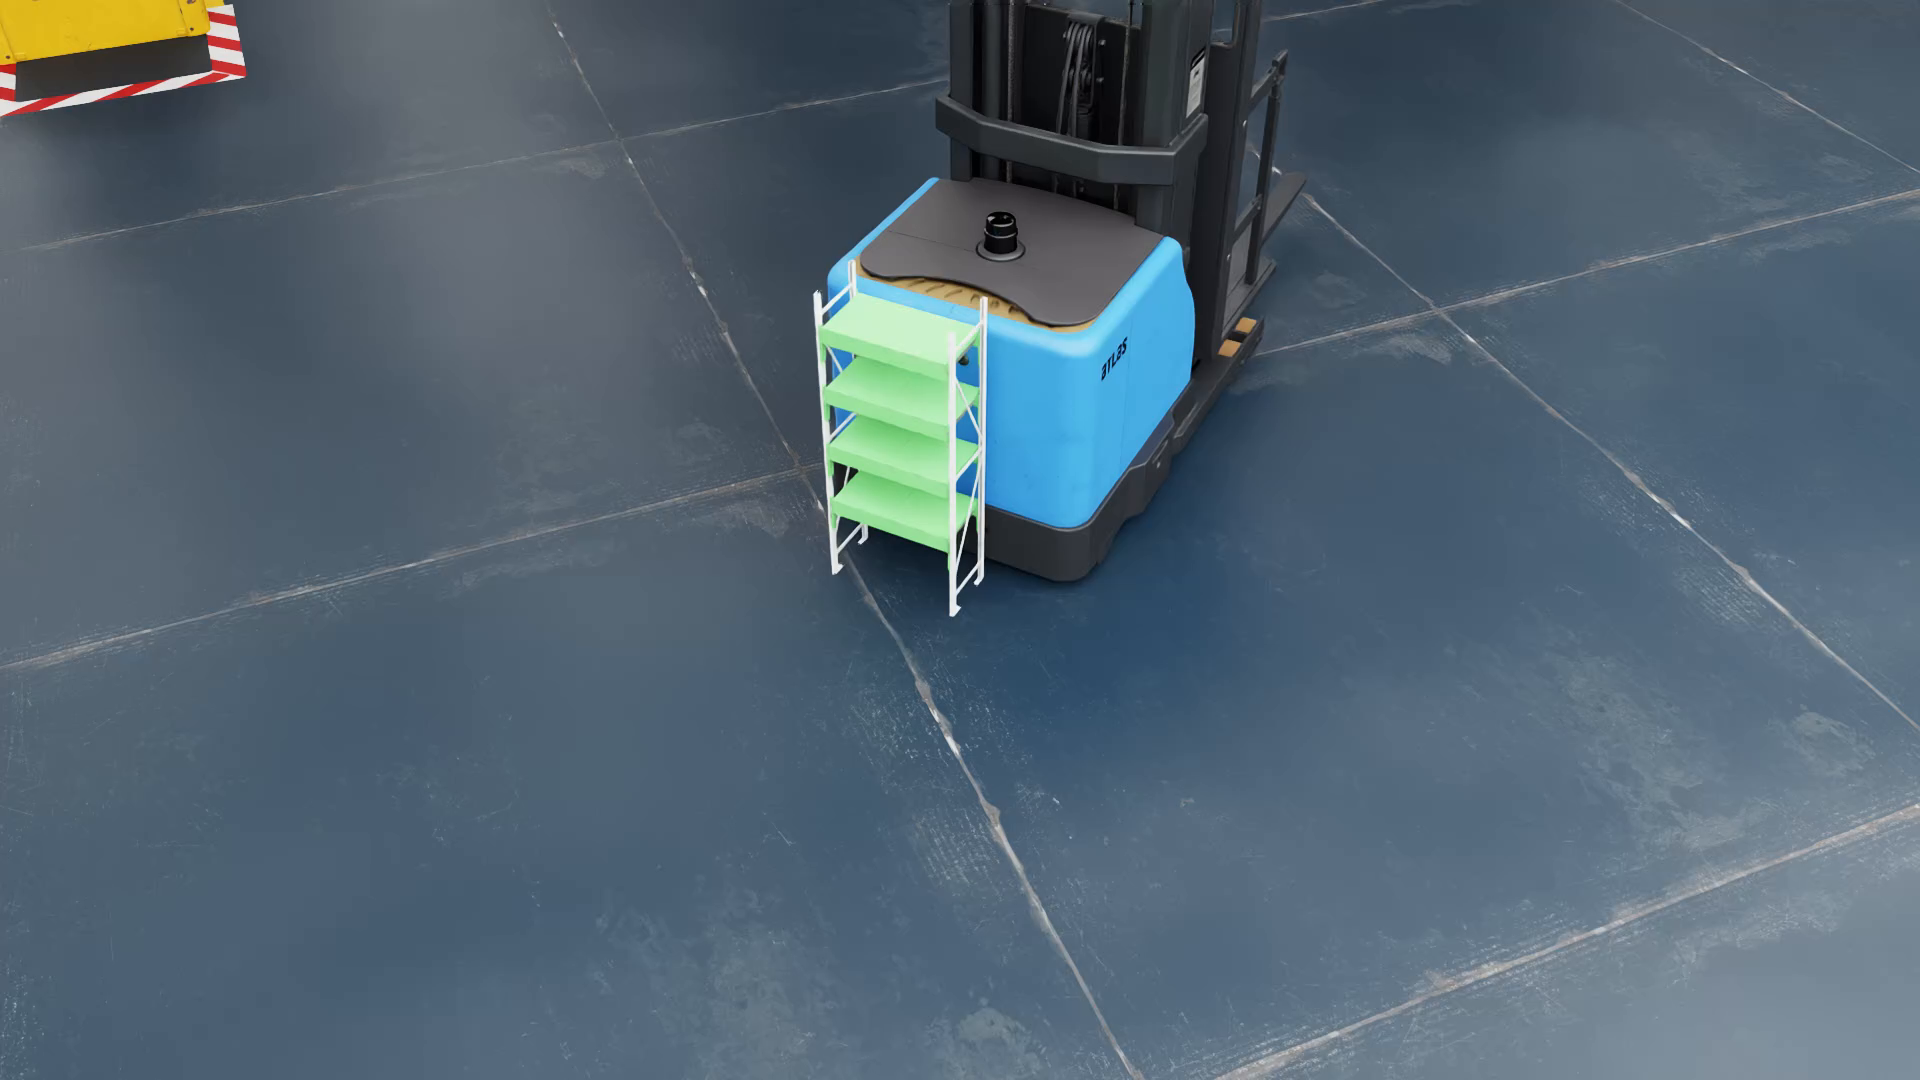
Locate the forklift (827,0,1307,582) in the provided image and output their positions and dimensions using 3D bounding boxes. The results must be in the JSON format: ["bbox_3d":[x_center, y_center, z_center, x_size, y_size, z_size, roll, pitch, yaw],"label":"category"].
[{"bbox_3d":[0.656,-1.916,6.230,1.130,2.935,3.031,19,44,21],"label":"forklift"}]

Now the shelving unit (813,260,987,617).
[{"bbox_3d":[-0.191,-0.325,5.707,0.503,1.200,0.258,19,44,21],"label":"shelving unit"}]

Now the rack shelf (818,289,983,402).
[{"bbox_3d":[-0.191,-0.640,5.436,0.480,0.148,0.258,19,44,21],"label":"rack shelf"}]

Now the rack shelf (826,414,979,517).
[{"bbox_3d":[-0.191,-0.276,5.749,0.480,0.148,0.258,19,44,21],"label":"rack shelf"}]

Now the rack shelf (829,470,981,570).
[{"bbox_3d":[-0.191,-0.094,5.905,0.480,0.148,0.258,19,44,21],"label":"rack shelf"}]

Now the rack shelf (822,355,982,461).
[{"bbox_3d":[-0.191,-0.458,5.592,0.480,0.148,0.258,19,44,21],"label":"rack shelf"}]

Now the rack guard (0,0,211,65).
[{"bbox_3d":[-4.965,-3.097,9.468,1.175,0.500,0.348,-15,43,-17],"label":"rack guard"}]

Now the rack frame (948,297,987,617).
[{"bbox_3d":[0.025,-0.251,5.622,0.015,1.200,0.240,19,44,21],"label":"rack frame"}]

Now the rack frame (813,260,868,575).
[{"bbox_3d":[-0.408,-0.398,5.793,0.015,1.200,0.240,19,44,21],"label":"rack frame"}]
